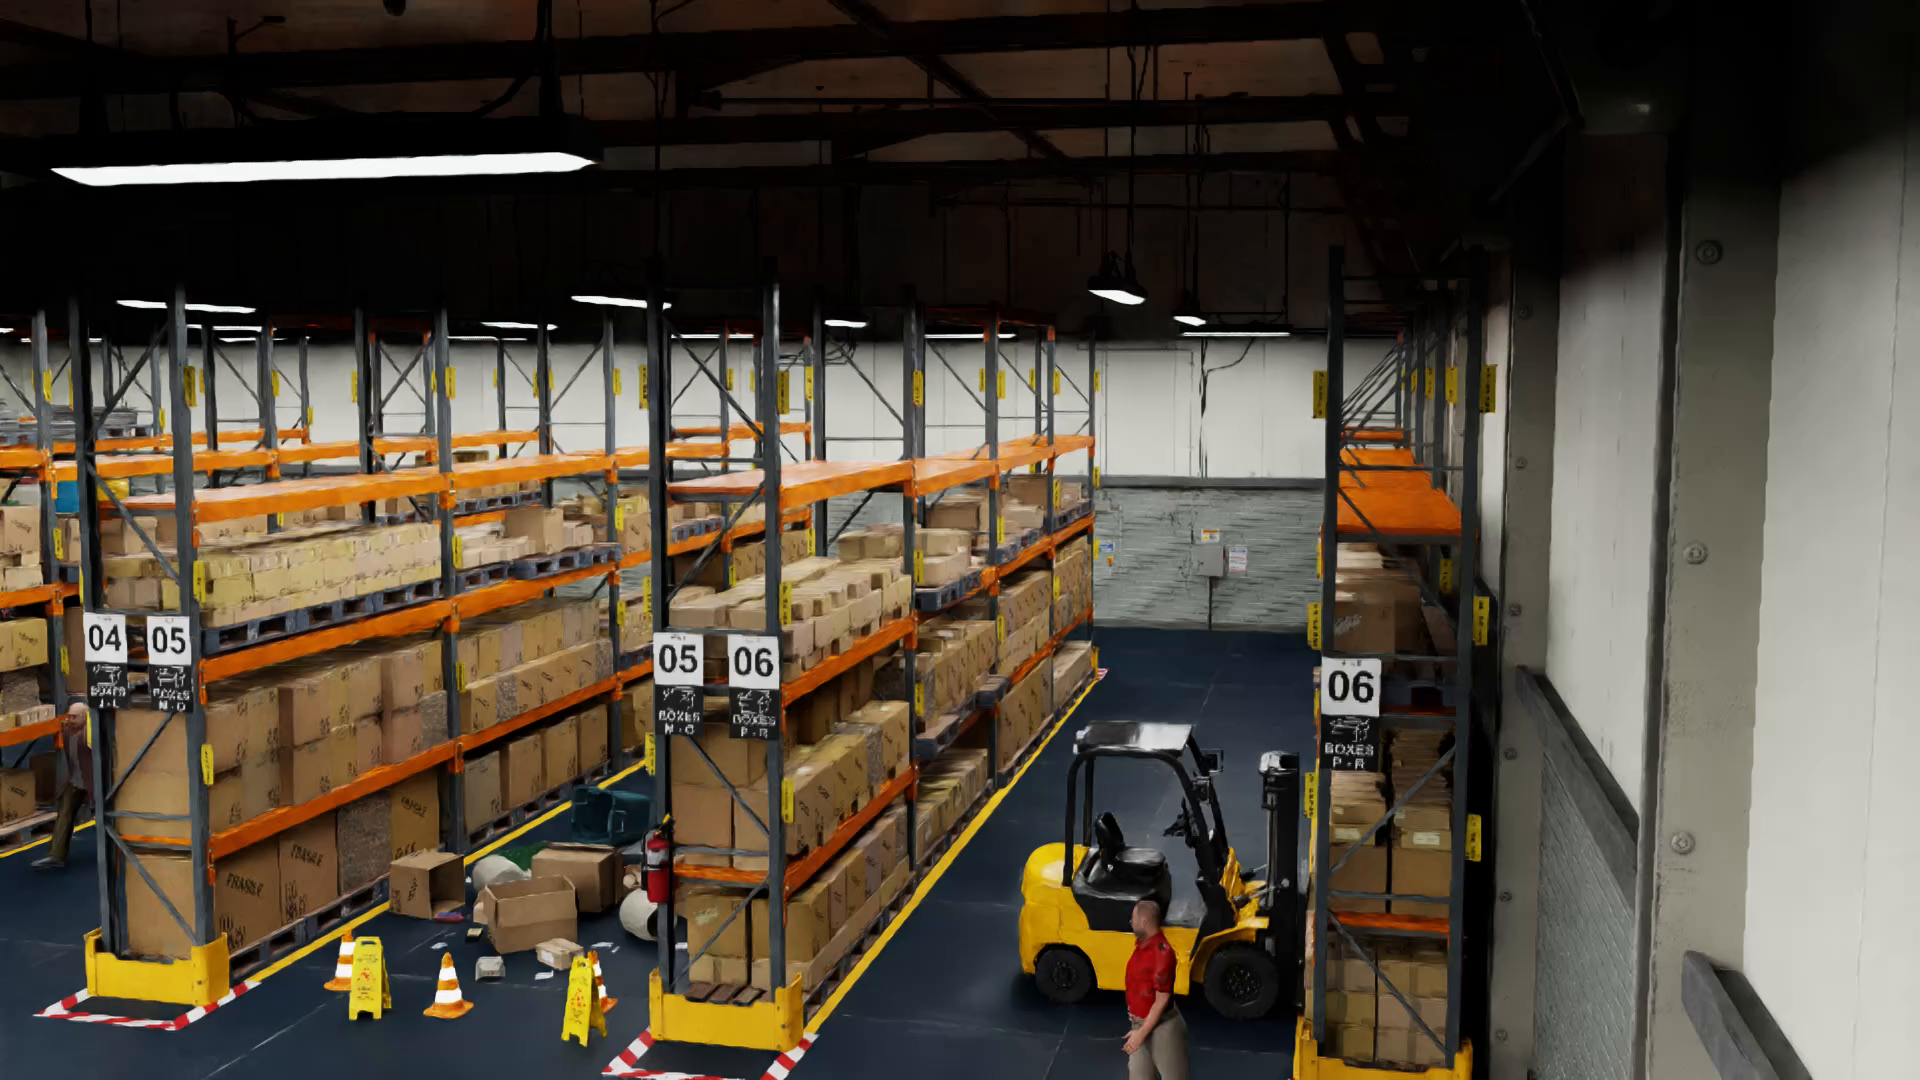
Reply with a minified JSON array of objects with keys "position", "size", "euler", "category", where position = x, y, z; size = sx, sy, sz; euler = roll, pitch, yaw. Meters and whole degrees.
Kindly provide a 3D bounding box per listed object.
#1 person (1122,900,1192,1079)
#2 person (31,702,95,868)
[{"position":[1.317,3.211,10.938],"size":[0.711,1.704,0.571],"euler":[-2,6,-15],"category":"person"},{"position":[-9.202,2.588,17.496],"size":[0.588,1.594,1.193],"euler":[1,6,11],"category":"person"}]
